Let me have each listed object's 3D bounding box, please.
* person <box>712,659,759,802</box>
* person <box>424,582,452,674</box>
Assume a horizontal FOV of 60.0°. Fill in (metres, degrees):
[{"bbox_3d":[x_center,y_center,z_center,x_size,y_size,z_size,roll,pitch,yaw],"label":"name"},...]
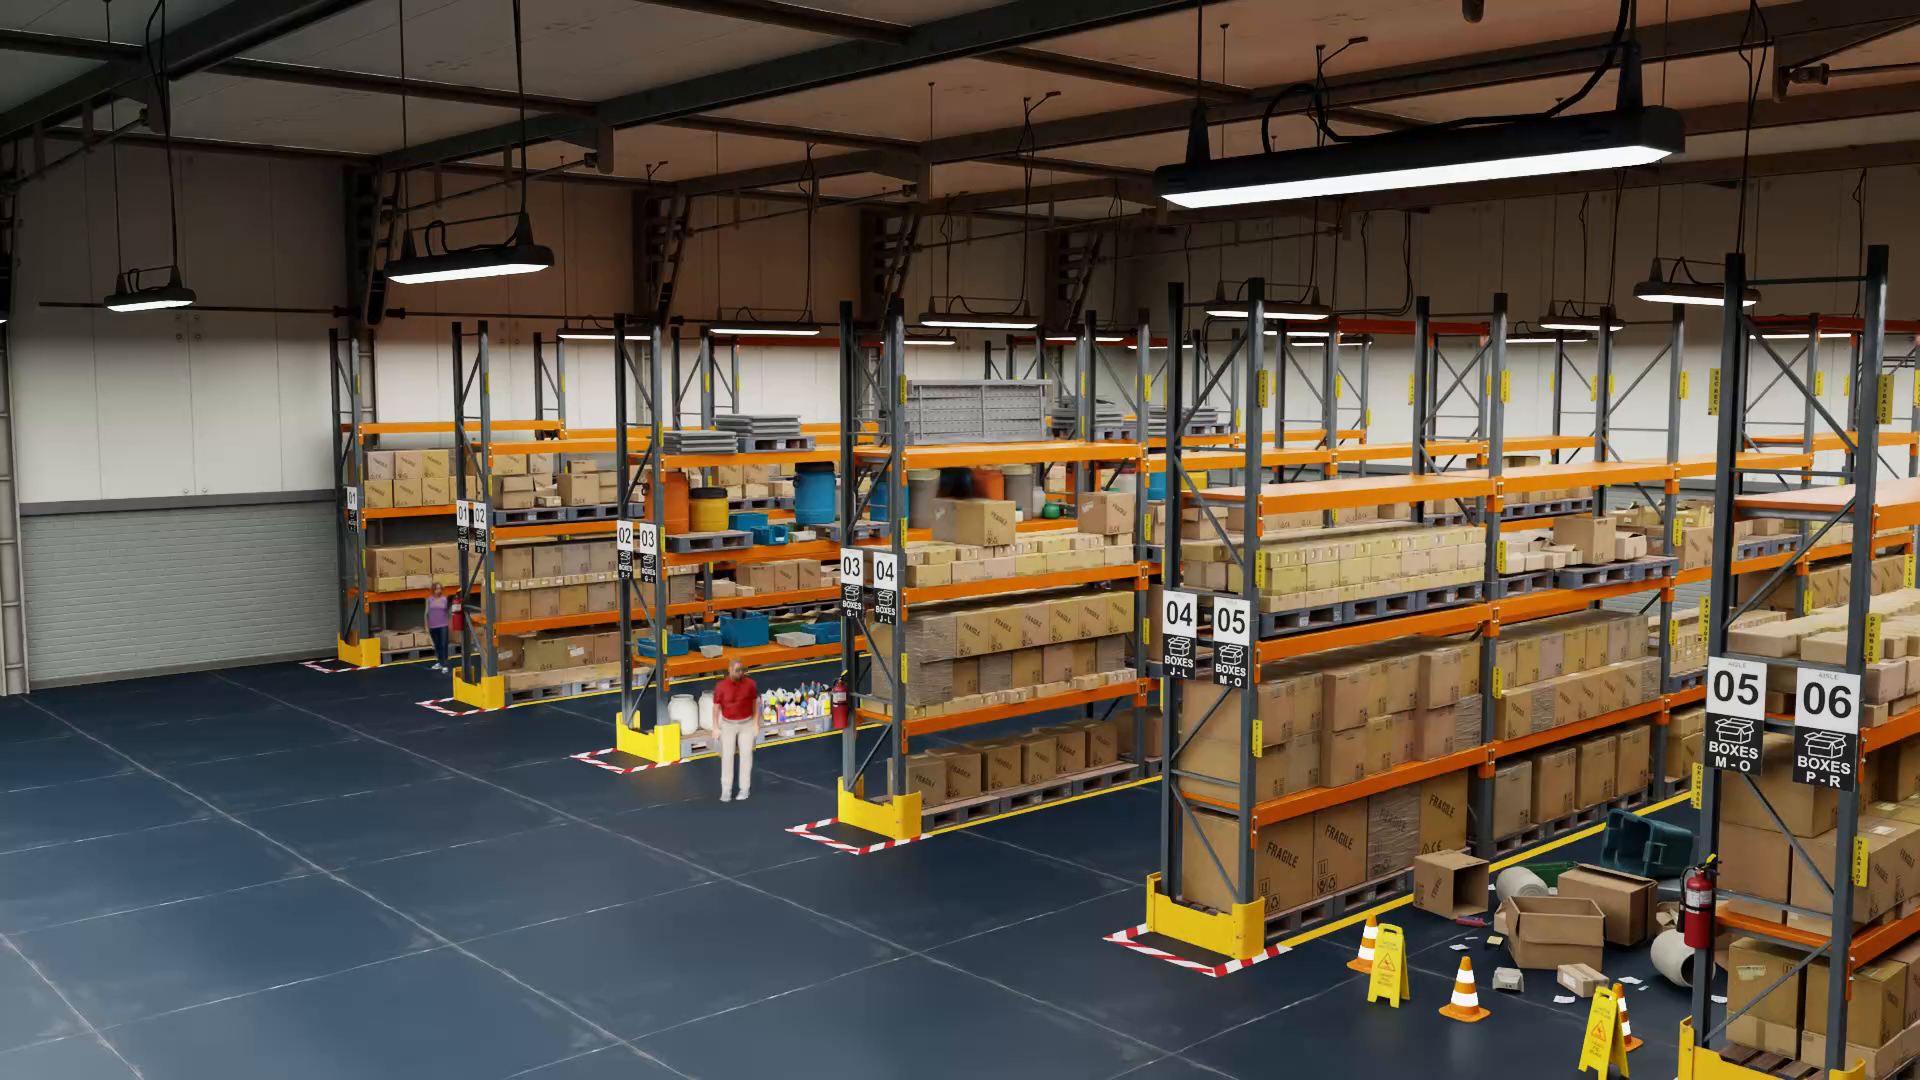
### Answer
[{"bbox_3d":[-2.733,2.307,20.314,0.574,1.749,0.389,-2,6,-19],"label":"person"},{"bbox_3d":[-9.103,1.515,29.009,0.420,1.584,0.625,0,6,-4],"label":"person"}]
